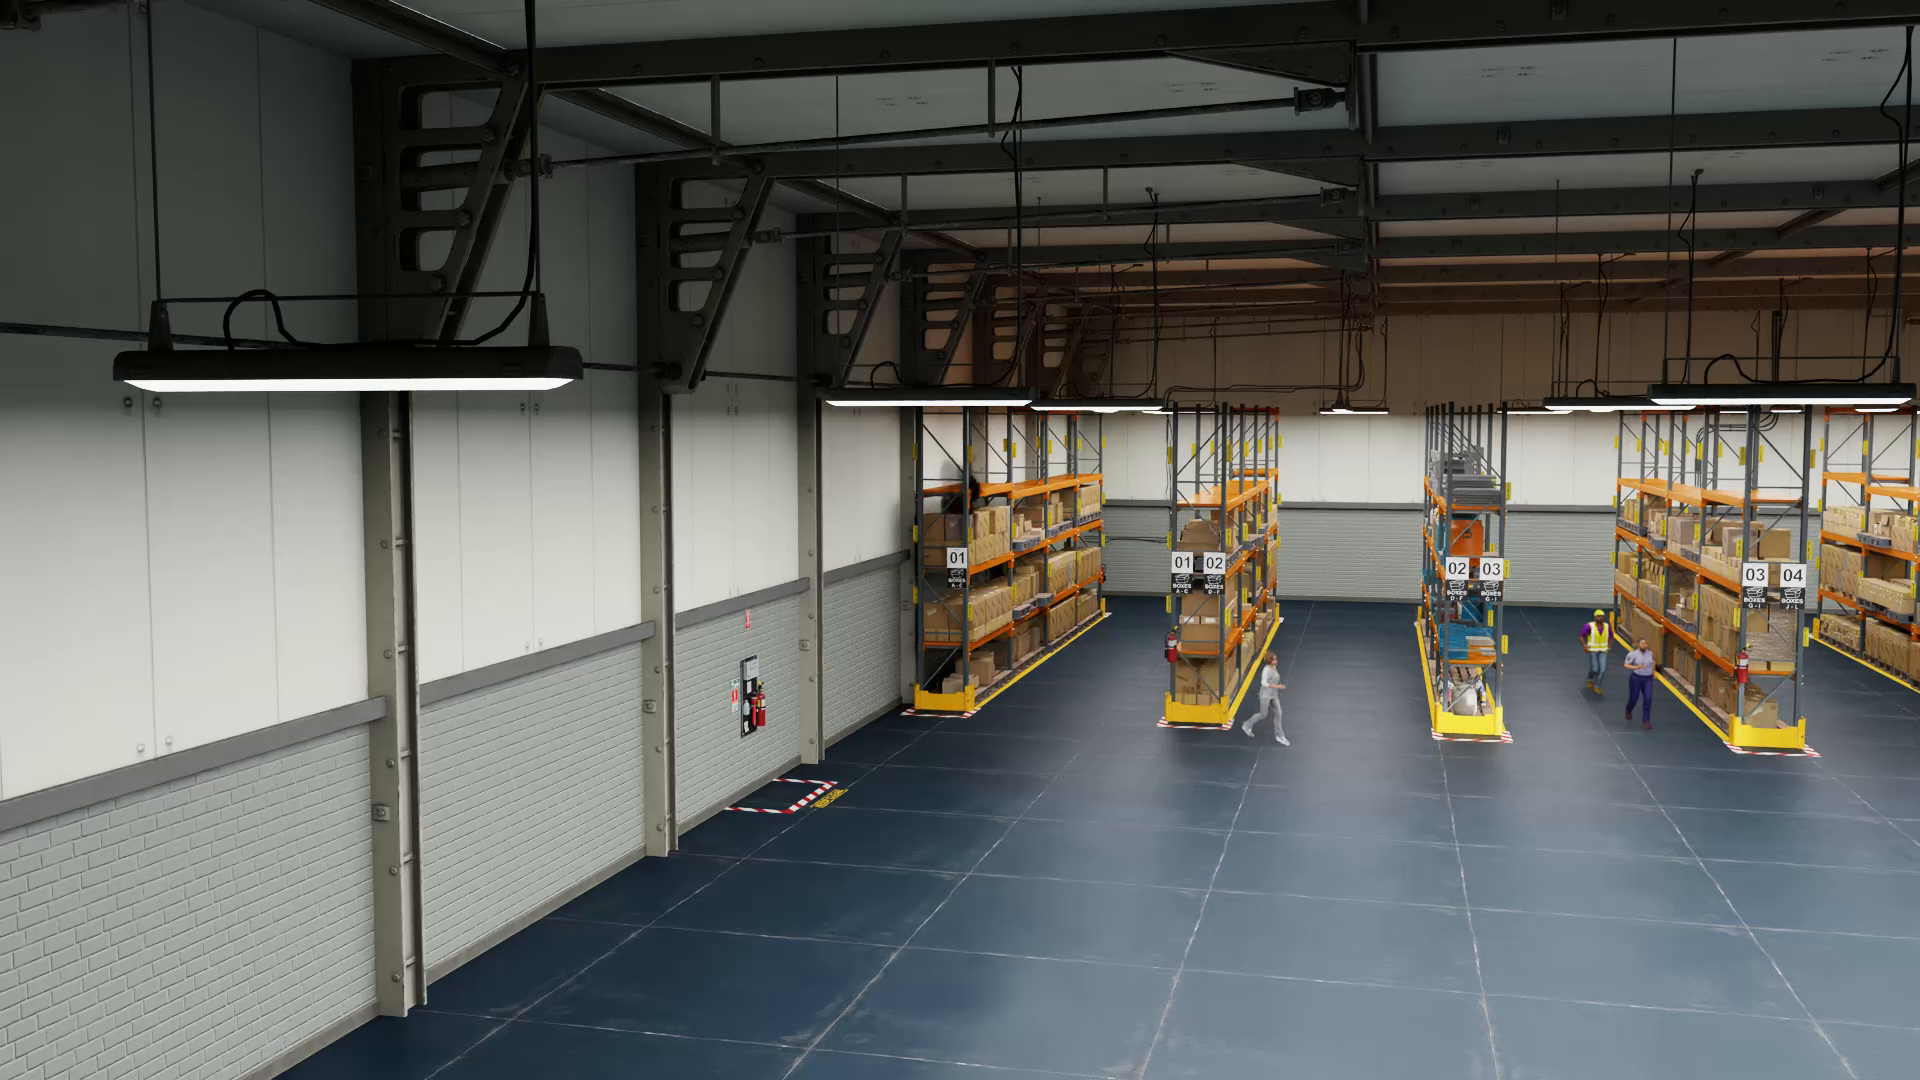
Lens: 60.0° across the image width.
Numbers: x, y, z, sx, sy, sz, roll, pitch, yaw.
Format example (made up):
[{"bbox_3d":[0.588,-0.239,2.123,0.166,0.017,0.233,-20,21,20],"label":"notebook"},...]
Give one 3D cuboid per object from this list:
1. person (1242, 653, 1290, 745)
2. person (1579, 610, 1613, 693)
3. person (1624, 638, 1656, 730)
[{"bbox_3d":[5.377,2.777,29.227,0.884,1.574,0.510,3,5,38],"label":"person"},{"bbox_3d":[13.243,2.308,34.569,0.681,1.726,0.542,0,4,4],"label":"person"},{"bbox_3d":[12.570,2.612,30.727,0.637,1.638,0.907,0,4,2],"label":"person"}]
